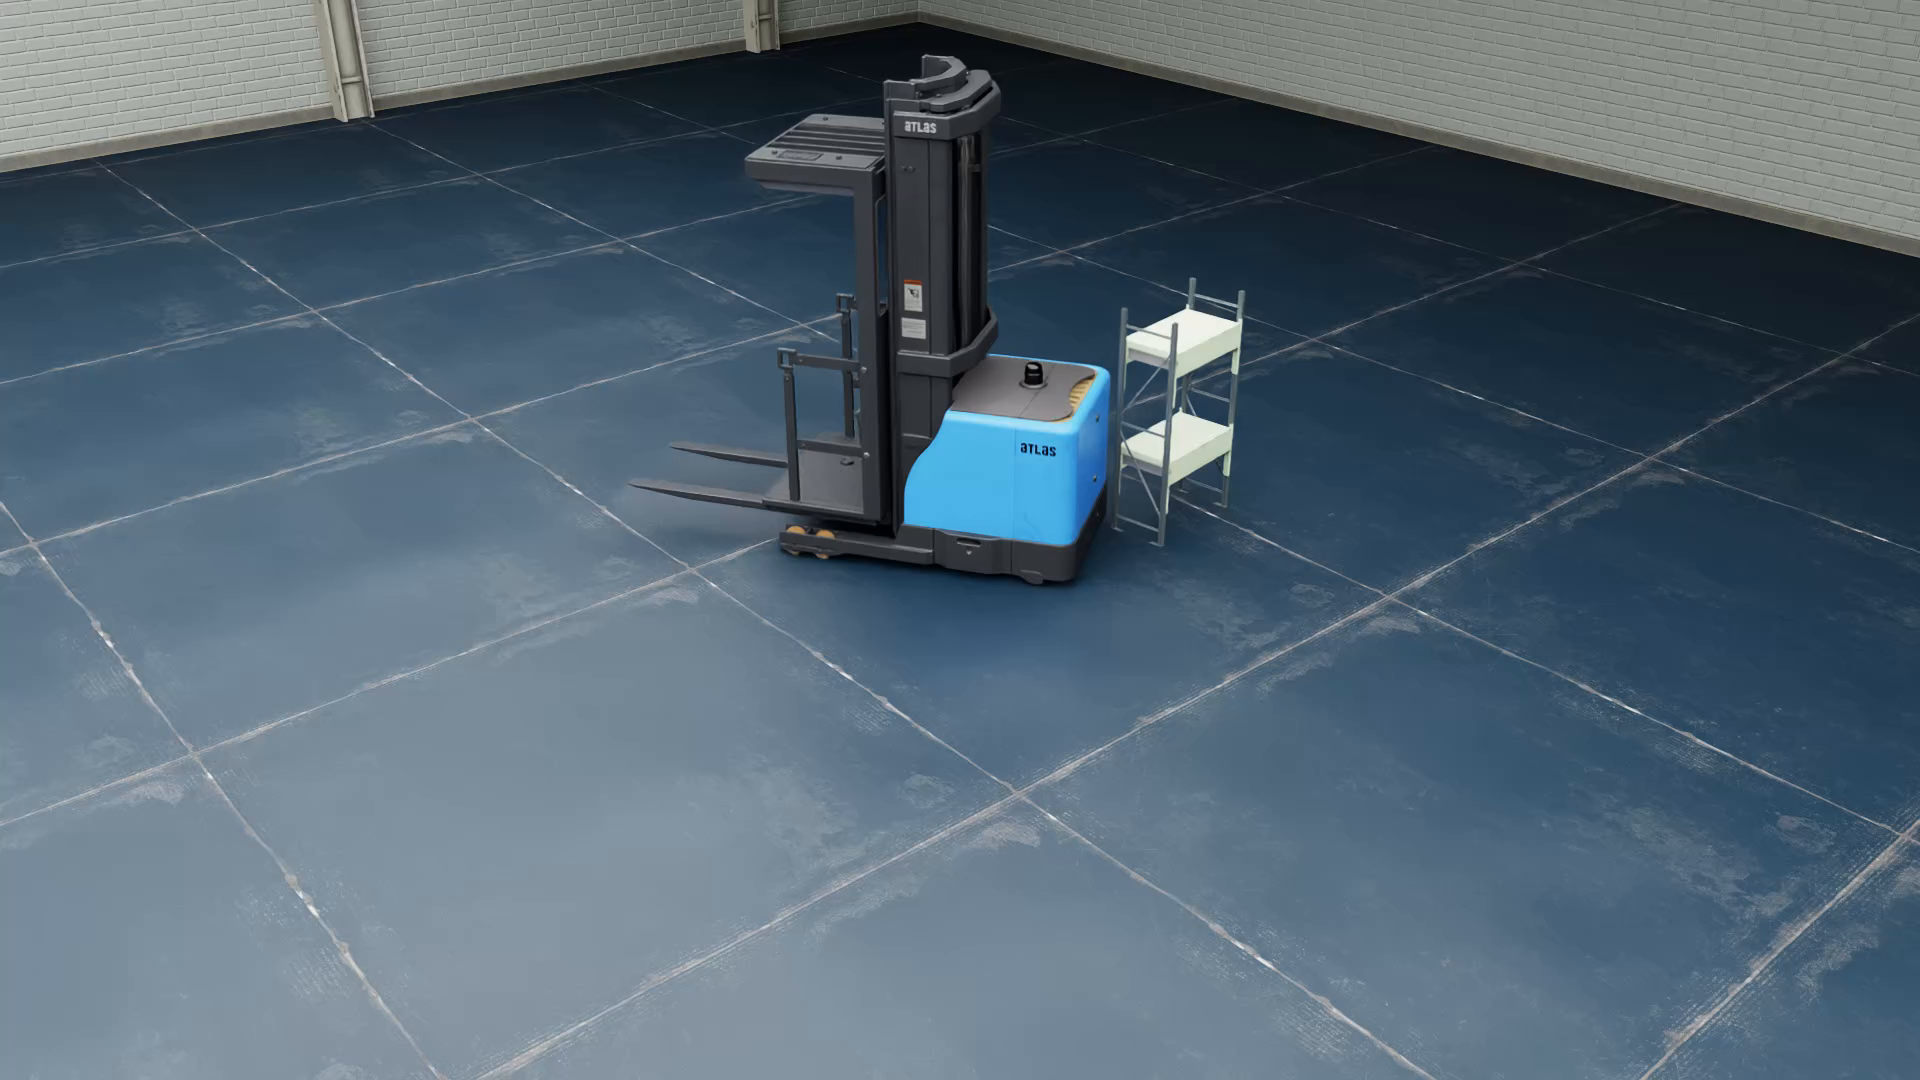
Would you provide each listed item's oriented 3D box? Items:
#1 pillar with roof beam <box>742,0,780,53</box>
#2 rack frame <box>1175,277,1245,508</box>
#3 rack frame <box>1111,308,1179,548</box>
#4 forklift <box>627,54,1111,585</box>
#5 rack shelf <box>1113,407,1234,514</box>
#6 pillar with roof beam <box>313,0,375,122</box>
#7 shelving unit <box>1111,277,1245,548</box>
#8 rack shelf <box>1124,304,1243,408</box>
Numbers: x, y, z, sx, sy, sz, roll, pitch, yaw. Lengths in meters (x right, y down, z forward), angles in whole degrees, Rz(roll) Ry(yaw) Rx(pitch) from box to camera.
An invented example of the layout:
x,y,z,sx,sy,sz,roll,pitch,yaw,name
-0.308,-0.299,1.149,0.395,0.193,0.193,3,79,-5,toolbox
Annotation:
x,y,z,sx,sy,sz,roll,pitch,yaw,name
-0.015,-9.412,18.673,0.400,9.000,9.100,-22,35,-35,pillar with roof beam
1.612,-0.937,10.771,0.400,1.500,0.023,22,35,35,rack frame
1.133,-0.676,10.282,0.400,1.500,0.023,22,35,35,rack frame
-0.625,-1.411,10.139,3.031,2.935,1.130,8,29,15,forklift
1.372,-0.519,10.680,0.431,0.370,0.720,22,35,35,rack shelf
-4.580,-7.577,15.239,0.400,9.000,9.100,-22,35,-35,pillar with roof beam
1.372,-0.807,10.526,0.431,1.500,0.755,22,35,35,shelving unit
1.372,-1.151,10.343,0.431,0.370,0.720,22,35,35,rack shelf
